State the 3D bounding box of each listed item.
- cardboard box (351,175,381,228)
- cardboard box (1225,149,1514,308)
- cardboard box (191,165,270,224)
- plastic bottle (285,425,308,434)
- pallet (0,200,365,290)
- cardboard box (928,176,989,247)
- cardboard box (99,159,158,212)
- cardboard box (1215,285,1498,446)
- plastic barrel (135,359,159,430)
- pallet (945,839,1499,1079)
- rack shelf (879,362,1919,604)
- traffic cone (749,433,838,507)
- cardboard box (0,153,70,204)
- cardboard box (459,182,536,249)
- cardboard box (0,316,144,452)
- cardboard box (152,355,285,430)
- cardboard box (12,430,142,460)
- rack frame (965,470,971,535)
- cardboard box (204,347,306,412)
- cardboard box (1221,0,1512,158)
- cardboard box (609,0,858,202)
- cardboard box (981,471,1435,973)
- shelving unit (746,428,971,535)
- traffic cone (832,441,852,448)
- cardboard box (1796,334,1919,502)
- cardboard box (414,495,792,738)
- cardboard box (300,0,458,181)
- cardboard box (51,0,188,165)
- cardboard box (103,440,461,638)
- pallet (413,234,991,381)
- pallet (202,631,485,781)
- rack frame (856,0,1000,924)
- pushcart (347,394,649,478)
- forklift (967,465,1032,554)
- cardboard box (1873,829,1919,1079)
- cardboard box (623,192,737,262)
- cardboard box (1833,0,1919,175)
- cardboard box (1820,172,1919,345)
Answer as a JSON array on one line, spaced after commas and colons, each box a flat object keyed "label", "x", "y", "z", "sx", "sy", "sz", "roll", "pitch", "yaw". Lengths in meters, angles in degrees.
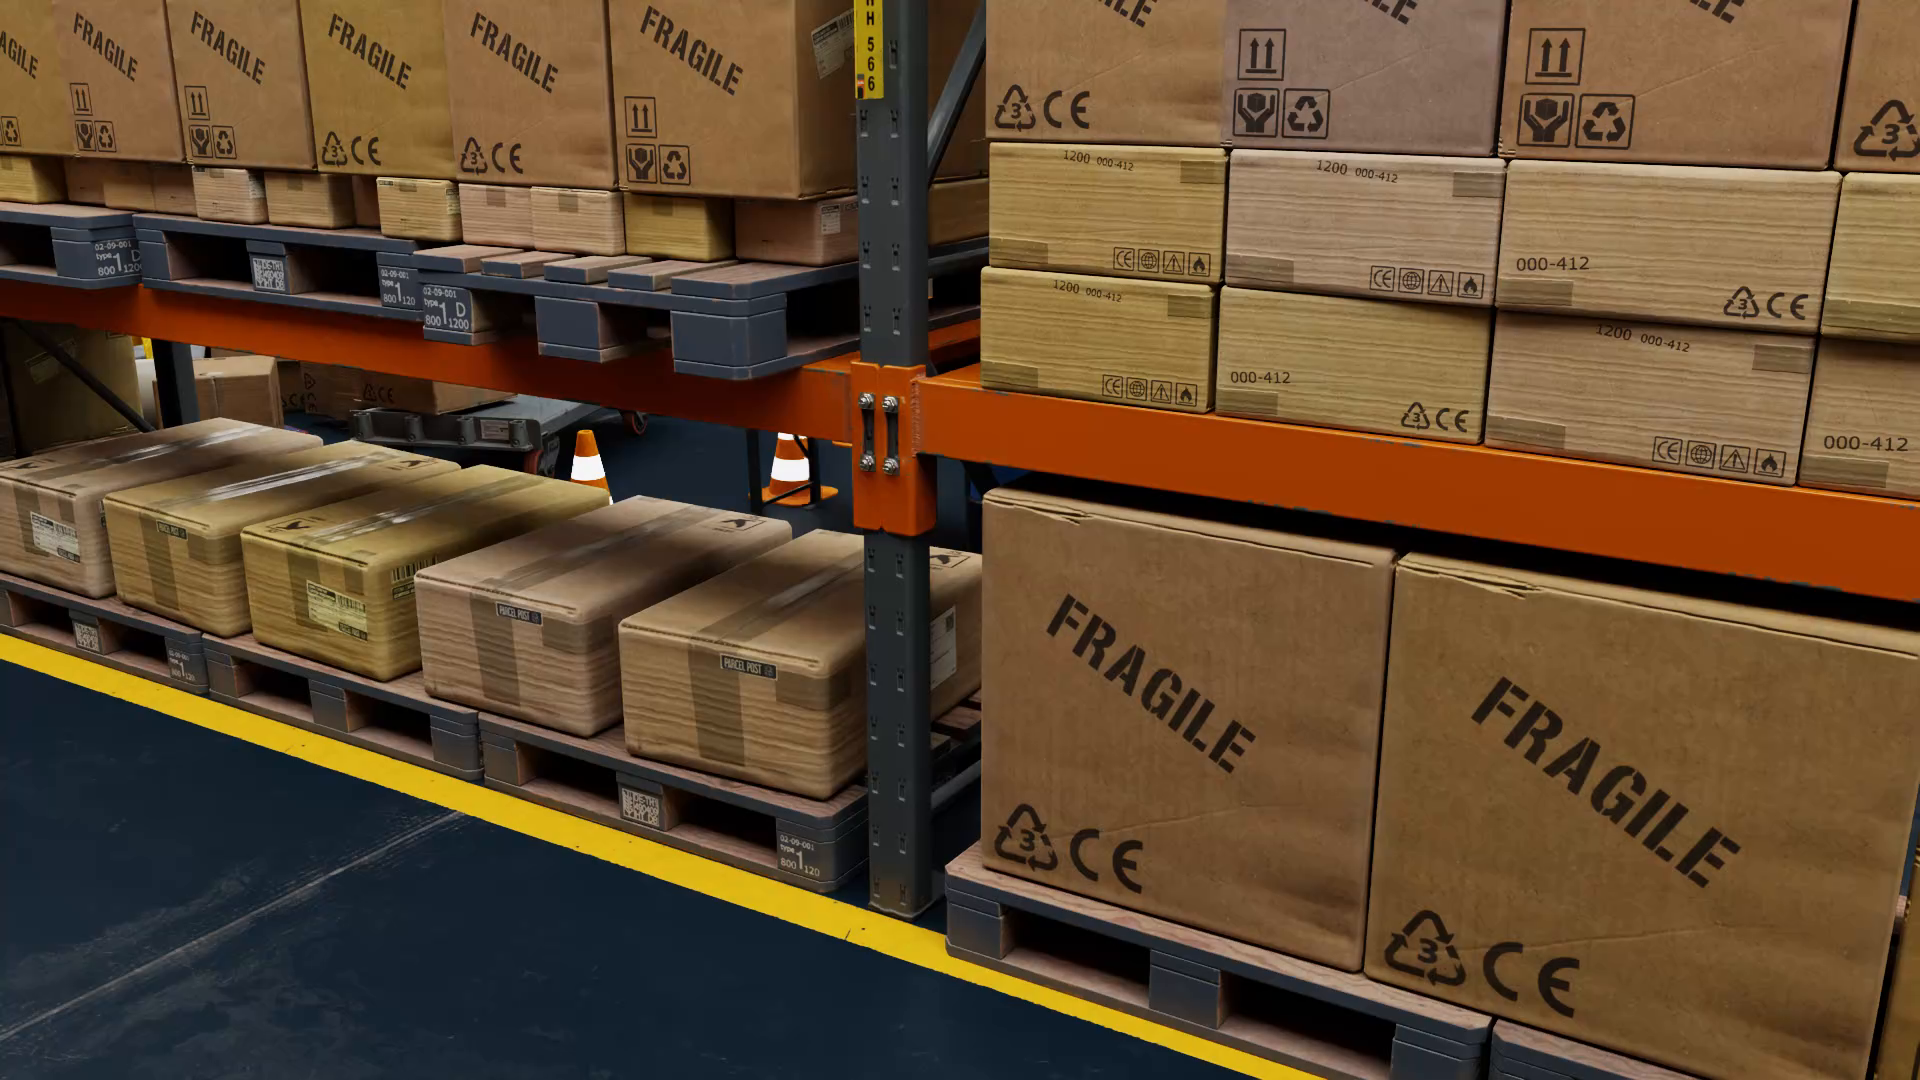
[{"label": "cardboard box", "x": -1.411, "y": -0.937, "z": 4.514, "sx": 0.250, "sy": 0.149, "sz": 0.380, "roll": 10, "pitch": 20, "yaw": 30}, {"label": "cardboard box", "x": 0.838, "y": -0.617, "z": 3.148, "sx": 0.500, "sy": 0.250, "sz": 0.500, "roll": 11, "pitch": 20, "yaw": 31}, {"label": "cardboard box", "x": -1.911, "y": -0.988, "z": 4.683, "sx": 0.250, "sy": 0.149, "sz": 0.380, "roll": 11, "pitch": 20, "yaw": 32}, {"label": "plastic bottle", "x": -3.431, "y": -0.530, "z": 8.519, "sx": 0.283, "sy": 0.061, "sz": 0.133, "roll": 14, "pitch": 22, "yaw": 39}, {"label": "pallet", "x": -2.738, "y": -1.031, "z": 5.444, "sx": 1.213, "sy": 0.211, "sz": 1.003, "roll": 10, "pitch": 20, "yaw": 30}, {"label": "cardboard box", "x": -0.084, "y": -0.843, "z": 4.204, "sx": 0.250, "sy": 0.149, "sz": 0.380, "roll": 9, "pitch": 19, "yaw": 27}, {"label": "cardboard box", "x": -2.320, "y": -1.079, "z": 4.983, "sx": 0.250, "sy": 0.149, "sz": 0.380, "roll": 10, "pitch": 20, "yaw": 31}, {"label": "cardboard box", "x": 0.828, "y": -0.384, "z": 3.243, "sx": 0.500, "sy": 0.250, "sz": 0.500, "roll": 9, "pitch": 19, "yaw": 28}, {"label": "plastic barrel", "x": -4.169, "y": -0.711, "z": 8.495, "sx": 0.512, "sy": 0.421, "sz": 0.421, "roll": -6, "pitch": 18, "yaw": -18}, {"label": "pallet", "x": 0.728, "y": 0.806, "z": 3.863, "sx": 1.213, "sy": 0.211, "sz": 1.003, "roll": 10, "pitch": 20, "yaw": 30}, {"label": "rack shelf", "x": 1.800, "y": -0.018, "z": 3.017, "sx": 4.000, "sy": 0.370, "sz": 1.077, "roll": 10, "pitch": 20, "yaw": 30}, {"label": "traffic cone", "x": -0.753, "y": -0.423, "z": 7.476, "sx": 0.334, "sy": 0.463, "sz": 0.336, "roll": 10, "pitch": 20, "yaw": 30}, {"label": "cardboard box", "x": -2.799, "y": -1.153, "z": 5.226, "sx": 0.250, "sy": 0.149, "sz": 0.380, "roll": 11, "pitch": 20, "yaw": 31}, {"label": "cardboard box", "x": -1.021, "y": -0.829, "z": 4.159, "sx": 0.250, "sy": 0.149, "sz": 0.380, "roll": 9, "pitch": 19, "yaw": 27}, {"label": "cardboard box", "x": -3.674, "y": -0.676, "z": 6.662, "sx": 0.500, "sy": 0.500, "sz": 0.500, "roll": 11, "pitch": 20, "yaw": 33}, {"label": "cardboard box", "x": -3.514, "y": -0.580, "z": 7.926, "sx": 0.500, "sy": 0.500, "sz": 0.500, "roll": -6, "pitch": 18, "yaw": -18}, {"label": "cardboard box", "x": -3.674, "y": -0.317, "z": 6.771, "sx": 0.500, "sy": 0.250, "sz": 0.500, "roll": 9, "pitch": 19, "yaw": 28}, {"label": "rack frame", "x": 0.138, "y": -0.708, "z": 6.530, "sx": 0.032, "sy": 1.500, "sz": 0.500, "roll": 7, "pitch": 18, "yaw": 27}, {"label": "cardboard box", "x": -3.900, "y": -1.049, "z": 9.467, "sx": 0.637, "sy": 0.503, "sz": 0.797, "roll": -2, "pitch": 17, "yaw": -8}, {"label": "cardboard box", "x": 0.816, "y": -0.984, "z": 3.067, "sx": 0.500, "sy": 0.500, "sz": 0.500, "roll": 10, "pitch": 20, "yaw": 30}, {"label": "cardboard box", "x": -0.437, "y": -1.058, "z": 3.796, "sx": 0.500, "sy": 0.500, "sz": 0.500, "roll": 9, "pitch": 19, "yaw": 28}, {"label": "cardboard box", "x": 0.641, "y": 0.275, "z": 3.748, "sx": 0.875, "sy": 0.875, "sz": 0.875, "roll": 10, "pitch": 20, "yaw": 30}, {"label": "shelving unit", "x": -0.313, "y": -0.762, "z": 6.760, "sx": 1.048, "sy": 1.500, "sz": 0.538, "roll": 7, "pitch": 18, "yaw": 27}, {"label": "traffic cone", "x": -0.456, "y": -0.724, "z": 8.470, "sx": 0.334, "sy": 0.463, "sz": 0.336, "roll": 10, "pitch": 20, "yaw": 30}, {"label": "cardboard box", "x": 1.694, "y": -0.229, "z": 2.731, "sx": 0.500, "sy": 0.250, "sz": 0.500, "roll": 10, "pitch": 20, "yaw": 30}, {"label": "cardboard box", "x": -1.013, "y": 0.191, "z": 4.889, "sx": 0.625, "sy": 0.372, "sz": 0.950, "roll": 10, "pitch": 19, "yaw": 29}, {"label": "cardboard box", "x": -1.314, "y": -1.210, "z": 4.298, "sx": 0.500, "sy": 0.500, "sz": 0.500, "roll": 9, "pitch": 19, "yaw": 26}, {"label": "cardboard box", "x": -2.222, "y": -1.369, "z": 4.821, "sx": 0.500, "sy": 0.500, "sz": 0.500, "roll": 10, "pitch": 20, "yaw": 30}, {"label": "cardboard box", "x": -2.250, "y": -0.031, "z": 5.620, "sx": 0.625, "sy": 0.372, "sz": 0.950, "roll": 12, "pitch": 20, "yaw": 33}, {"label": "pallet", "x": -0.567, "y": -0.657, "z": 4.212, "sx": 1.003, "sy": 0.211, "sz": 1.213, "roll": 10, "pitch": 20, "yaw": 30}, {"label": "pallet", "x": -1.605, "y": 0.363, "z": 5.324, "sx": 1.213, "sy": 0.211, "sz": 1.003, "roll": 10, "pitch": 20, "yaw": 30}, {"label": "rack frame", "x": 0.096, "y": -0.666, "z": 3.914, "sx": 0.127, "sy": 3.000, "sz": 1.000, "roll": 10, "pitch": 20, "yaw": 30}, {"label": "pushcart", "x": -2.162, "y": -0.592, "z": 8.182, "sx": 0.936, "sy": 0.377, "sz": 1.648, "roll": 3, "pitch": 17, "yaw": 11}, {"label": "forklift", "x": 1.590, "y": -1.214, "z": 5.834, "sx": 3.031, "sy": 2.935, "sz": 1.130, "roll": 7, "pitch": 18, "yaw": 23}, {"label": "cardboard box", "x": 2.160, "y": 0.548, "z": 2.850, "sx": 0.875, "sy": 0.875, "sz": 0.875, "roll": 11, "pitch": 20, "yaw": 32}, {"label": "cardboard box", "x": -0.573, "y": -0.762, "z": 3.937, "sx": 0.250, "sy": 0.149, "sz": 0.380, "roll": 10, "pitch": 20, "yaw": 31}, {"label": "cardboard box", "x": 1.677, "y": -0.824, "z": 2.540, "sx": 0.500, "sy": 0.500, "sz": 0.500, "roll": 10, "pitch": 20, "yaw": 31}, {"label": "cardboard box", "x": 1.682, "y": -0.457, "z": 2.624, "sx": 0.500, "sy": 0.250, "sz": 0.500, "roll": 11, "pitch": 20, "yaw": 31}]
